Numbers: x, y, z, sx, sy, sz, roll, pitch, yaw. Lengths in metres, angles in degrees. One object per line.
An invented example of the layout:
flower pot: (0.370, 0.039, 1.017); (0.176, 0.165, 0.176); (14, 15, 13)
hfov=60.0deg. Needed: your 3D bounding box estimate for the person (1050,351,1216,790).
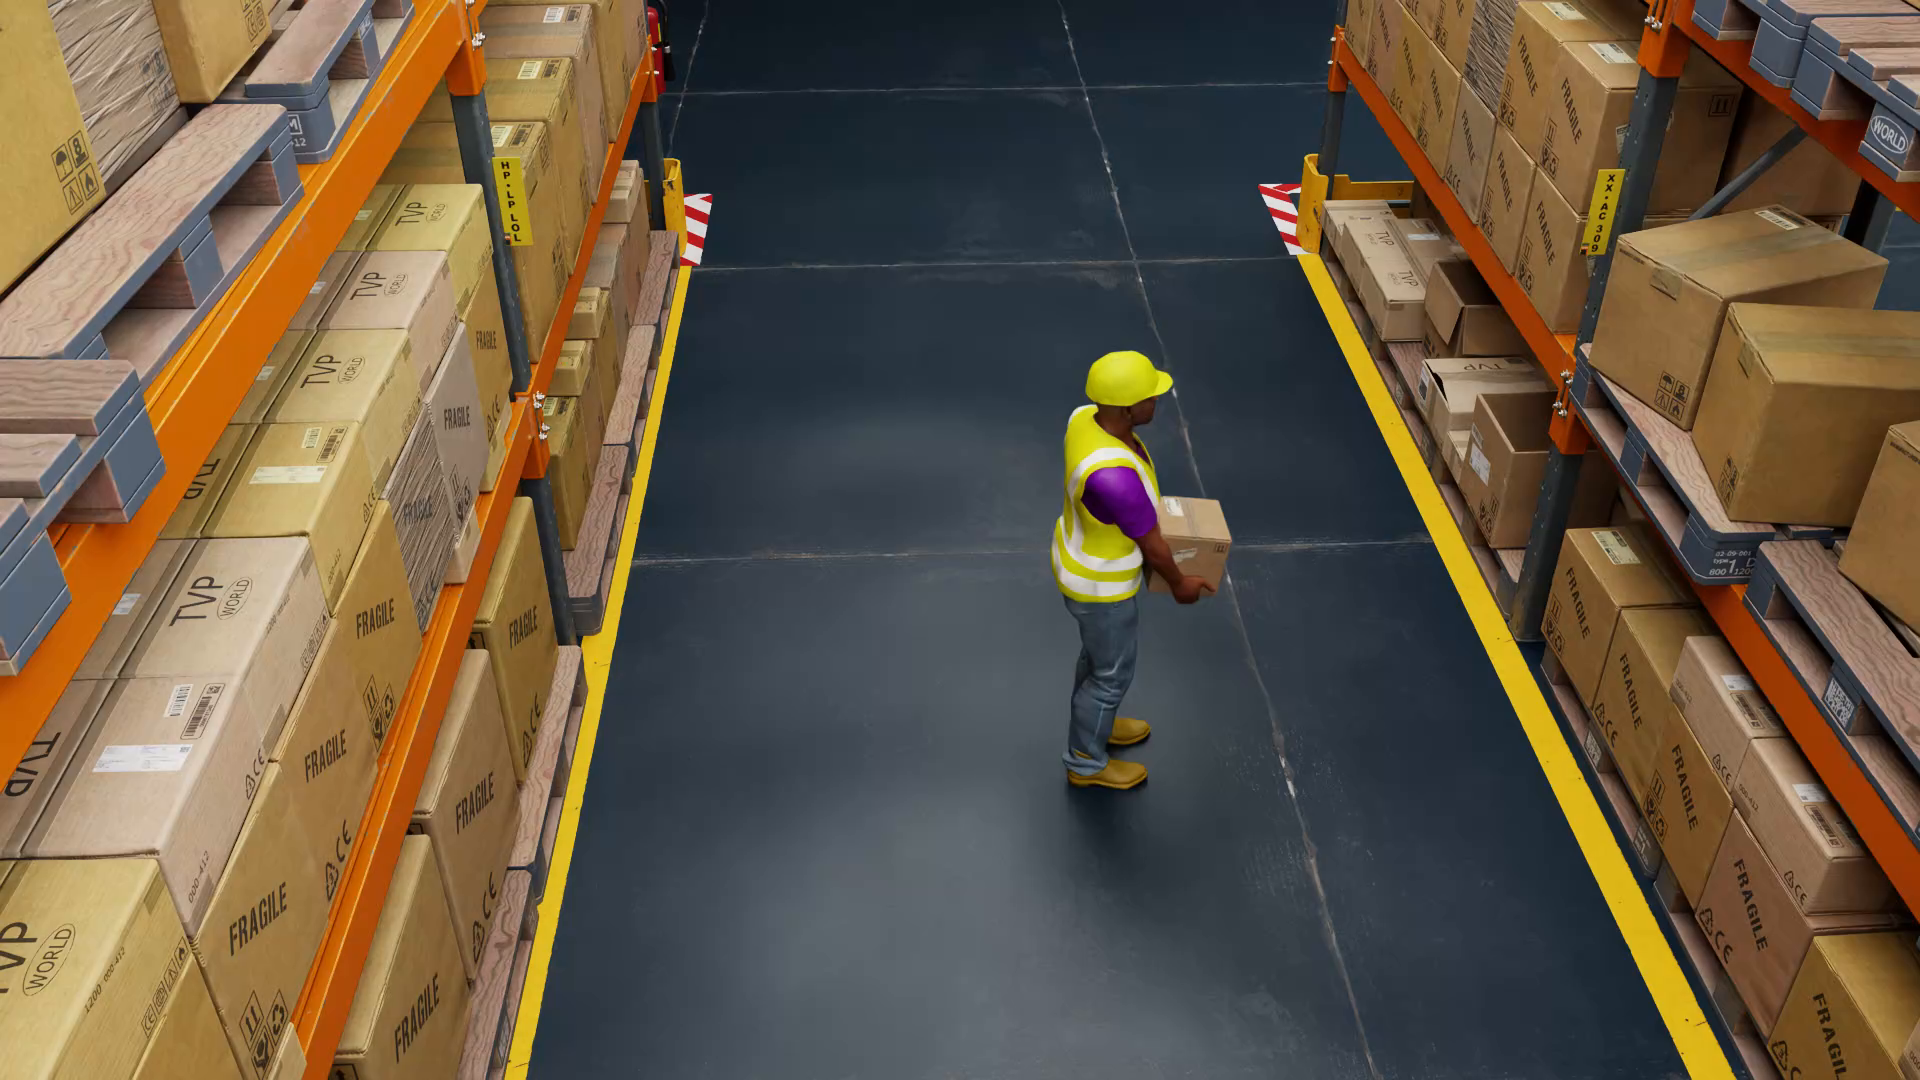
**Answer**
person: (0.611, 0.107, 5.974); (0.566, 1.762, 0.505); (-2, 35, -3)
